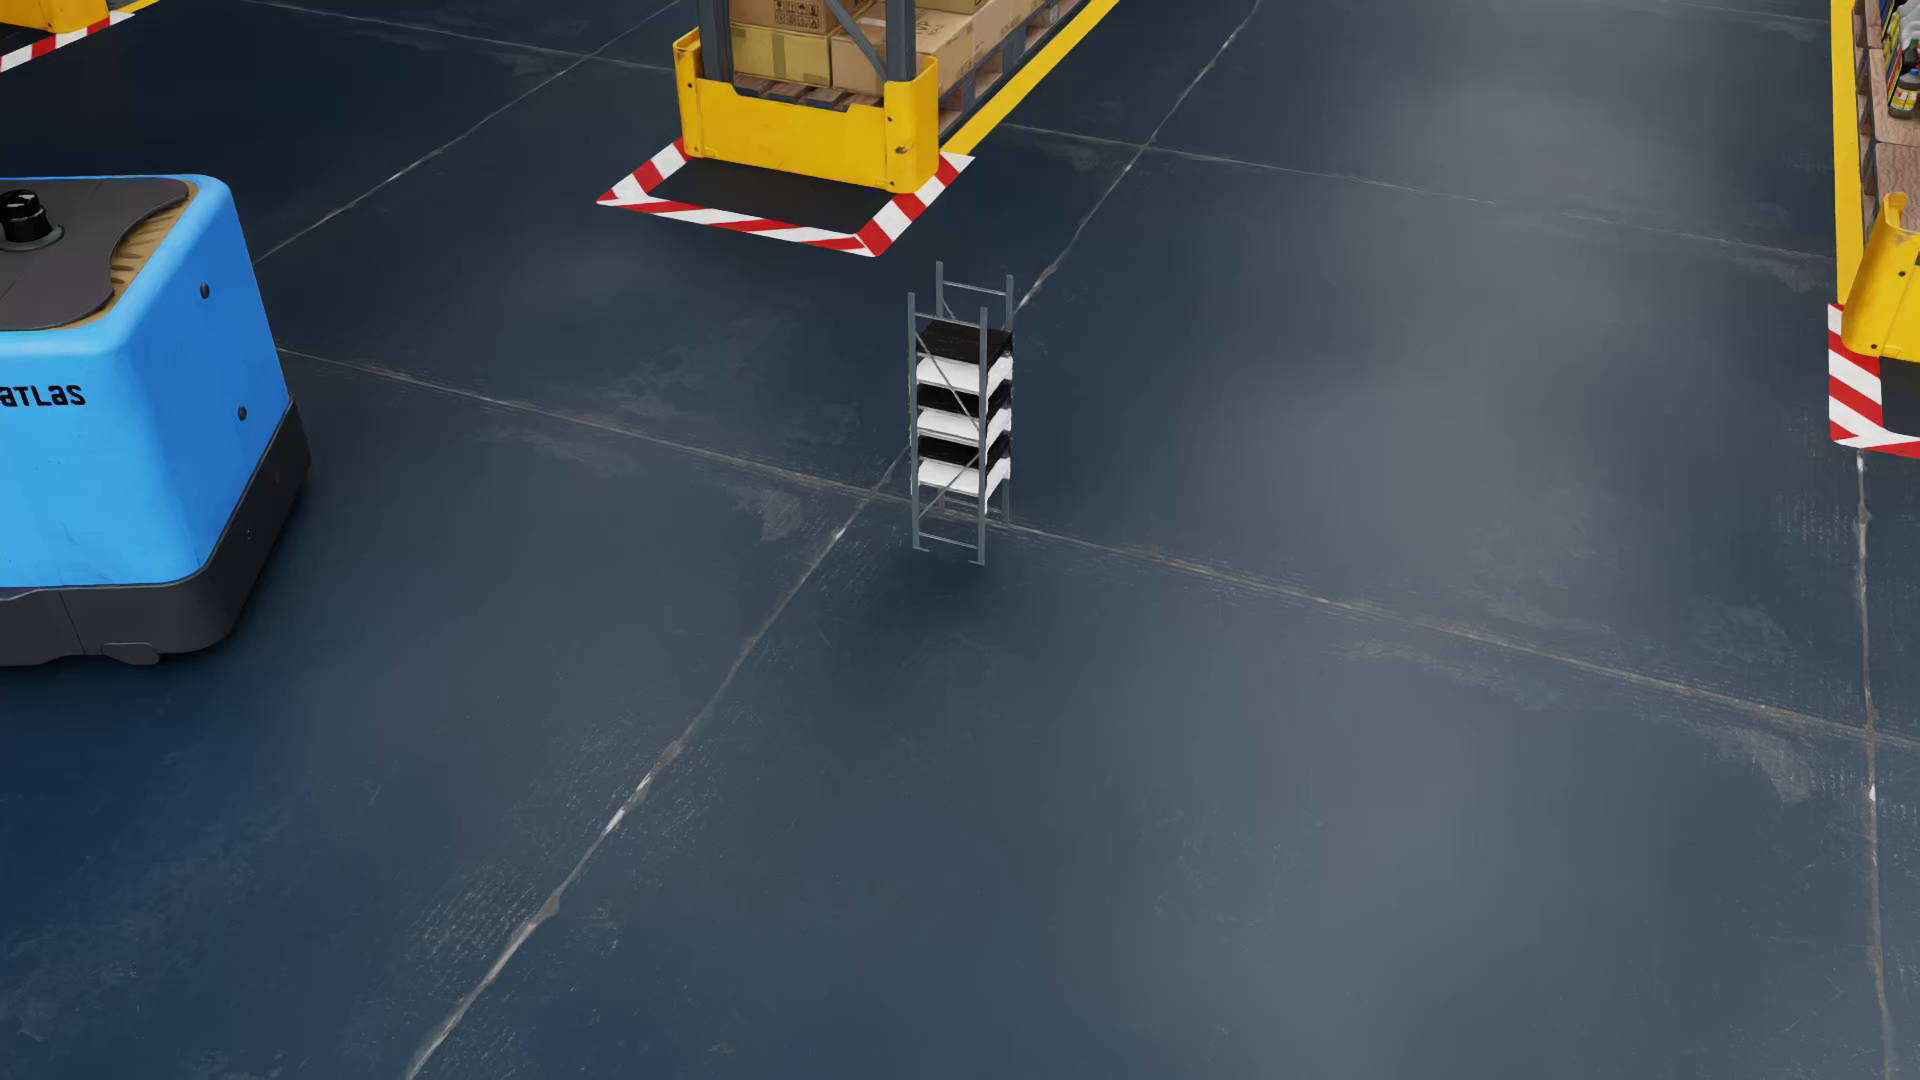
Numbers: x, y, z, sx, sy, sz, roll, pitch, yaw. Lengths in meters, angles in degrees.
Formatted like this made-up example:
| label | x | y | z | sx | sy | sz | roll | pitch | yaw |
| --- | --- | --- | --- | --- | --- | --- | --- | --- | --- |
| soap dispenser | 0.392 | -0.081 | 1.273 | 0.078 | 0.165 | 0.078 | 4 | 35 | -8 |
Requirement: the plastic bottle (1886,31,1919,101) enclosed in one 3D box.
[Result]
| label | x | y | z | sx | sy | sz | roll | pitch | yaw |
| --- | --- | --- | --- | --- | --- | --- | --- | --- | --- |
| plastic bottle | 4.321 | -2.151 | 7.530 | 0.152 | 0.276 | 0.135 | 14 | 39 | 18 |

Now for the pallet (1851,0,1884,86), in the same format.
| label | x | y | z | sx | sy | sz | roll | pitch | yaw |
| --- | --- | --- | --- | --- | --- | --- | --- | --- | --- |
| pallet | 5.134 | -2.551 | 8.486 | 1.003 | 0.211 | 1.213 | 14 | 39 | 18 |

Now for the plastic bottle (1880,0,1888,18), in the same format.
| label | x | y | z | sx | sy | sz | roll | pitch | yaw |
| --- | --- | --- | --- | --- | --- | --- | --- | --- | --- |
| plastic bottle | 4.738 | -2.793 | 8.326 | 0.144 | 0.351 | 0.185 | 15 | 39 | 19 |

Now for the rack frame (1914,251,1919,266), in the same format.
| label | x | y | z | sx | sy | sz | roll | pitch | yaw |
| --- | --- | --- | --- | --- | --- | --- | --- | --- | --- |
| rack frame | 3.906 | -1.816 | 5.173 | 1.000 | 3.000 | 0.127 | 14 | 39 | 18 |

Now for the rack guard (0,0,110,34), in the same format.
| label | x | y | z | sx | sy | sz | roll | pitch | yaw |
| --- | --- | --- | --- | --- | --- | --- | --- | --- | --- |
| rack guard | -5.227 | -3.113 | 8.997 | 1.175 | 0.500 | 0.348 | 14 | 39 | 18 |

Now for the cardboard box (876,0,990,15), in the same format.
| label | x | y | z | sx | sy | sz | roll | pitch | yaw |
| --- | --- | --- | --- | --- | --- | --- | --- | --- | --- |
| cardboard box | -0.075 | -2.837 | 7.859 | 0.500 | 0.500 | 0.500 | 14 | 39 | 18 |

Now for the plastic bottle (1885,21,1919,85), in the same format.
| label | x | y | z | sx | sy | sz | roll | pitch | yaw |
| --- | --- | --- | --- | --- | --- | --- | --- | --- | --- |
| plastic bottle | 4.374 | -2.228 | 7.632 | 0.152 | 0.276 | 0.135 | 13 | 39 | 16 |

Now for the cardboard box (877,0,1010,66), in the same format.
| label | x | y | z | sx | sy | sz | roll | pitch | yaw |
| --- | --- | --- | --- | --- | --- | --- | --- | --- | --- |
| cardboard box | -0.076 | -2.537 | 8.084 | 0.500 | 0.250 | 0.500 | 14 | 39 | 18 |

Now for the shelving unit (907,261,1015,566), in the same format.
| label | x | y | z | sx | sy | sz | roll | pitch | yaw |
| --- | --- | --- | --- | --- | --- | --- | --- | --- | --- |
| shelving unit | 0.003 | -0.365 | 4.987 | 0.258 | 0.900 | 0.210 | 14 | 39 | 18 |

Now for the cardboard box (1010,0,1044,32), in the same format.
| label | x | y | z | sx | sy | sz | roll | pitch | yaw |
| --- | --- | --- | --- | --- | --- | --- | --- | --- | --- |
| cardboard box | 0.114 | -2.813 | 8.454 | 0.500 | 0.250 | 0.500 | 14 | 39 | 18 |

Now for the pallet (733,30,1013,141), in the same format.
| label | x | y | z | sx | sy | sz | roll | pitch | yaw |
| --- | --- | --- | --- | --- | --- | --- | --- | --- | --- |
| pallet | -0.421 | -2.262 | 8.100 | 1.003 | 0.211 | 1.213 | 14 | 39 | 18 |

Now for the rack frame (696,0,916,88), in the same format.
| label | x | y | z | sx | sy | sz | roll | pitch | yaw |
| --- | --- | --- | --- | --- | --- | --- | --- | --- | --- |
| rack frame | -0.673 | -2.946 | 6.686 | 1.000 | 3.000 | 0.127 | 14 | 39 | 18 |

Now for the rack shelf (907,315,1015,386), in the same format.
| label | x | y | z | sx | sy | sz | roll | pitch | yaw |
| --- | --- | --- | --- | --- | --- | --- | --- | --- | --- |
| rack shelf | 0.003 | -0.555 | 4.845 | 0.258 | 0.077 | 0.200 | 14 | 39 | 18 |

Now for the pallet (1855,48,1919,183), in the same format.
| label | x | y | z | sx | sy | sz | roll | pitch | yaw |
| --- | --- | --- | --- | --- | --- | --- | --- | --- | --- |
| pallet | 4.672 | -1.873 | 7.580 | 1.003 | 0.211 | 1.213 | 14 | 39 | 18 |

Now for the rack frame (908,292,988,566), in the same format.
| label | x | y | z | sx | sy | sz | roll | pitch | yaw |
| --- | --- | --- | --- | --- | --- | --- | --- | --- | --- |
| rack frame | -0.036 | -0.309 | 4.911 | 0.240 | 0.900 | 0.006 | 14 | 39 | 18 |

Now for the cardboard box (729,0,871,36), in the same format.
| label | x | y | z | sx | sy | sz | roll | pitch | yaw |
| --- | --- | --- | --- | --- | --- | --- | --- | --- | --- |
| cardboard box | -0.744 | -2.678 | 7.647 | 0.500 | 0.500 | 0.500 | 14 | 39 | 18 |

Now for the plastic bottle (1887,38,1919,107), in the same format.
| label | x | y | z | sx | sy | sz | roll | pitch | yaw |
| --- | --- | --- | --- | --- | --- | --- | --- | --- | --- |
| plastic bottle | 4.227 | -2.089 | 7.441 | 0.061 | 0.283 | 0.133 | 15 | 39 | 19 |

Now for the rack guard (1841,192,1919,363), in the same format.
| label | x | y | z | sx | sy | sz | roll | pitch | yaw |
| --- | --- | --- | --- | --- | --- | --- | --- | --- | --- |
| rack guard | 3.892 | -0.867 | 5.992 | 1.175 | 0.500 | 0.348 | 14 | 39 | 18 |

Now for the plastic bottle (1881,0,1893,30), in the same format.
| label | x | y | z | sx | sy | sz | roll | pitch | yaw |
| --- | --- | --- | --- | --- | --- | --- | --- | --- | --- |
| plastic bottle | 4.666 | -2.688 | 8.186 | 0.144 | 0.351 | 0.185 | 12 | 38 | 16 |

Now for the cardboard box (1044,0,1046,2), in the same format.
| label | x | y | z | sx | sy | sz | roll | pitch | yaw |
| --- | --- | --- | --- | --- | --- | --- | --- | --- | --- |
| cardboard box | 0.309 | -3.089 | 8.823 | 0.500 | 0.250 | 0.500 | 14 | 39 | 18 |

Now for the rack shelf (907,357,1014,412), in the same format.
| label | x | y | z | sx | sy | sz | roll | pitch | yaw |
| --- | --- | --- | --- | --- | --- | --- | --- | --- | --- |
| rack shelf | 0.003 | -0.482 | 4.899 | 0.258 | 0.077 | 0.200 | 14 | 39 | 18 |

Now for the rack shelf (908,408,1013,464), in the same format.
| label | x | y | z | sx | sy | sz | roll | pitch | yaw |
| --- | --- | --- | --- | --- | --- | --- | --- | --- | --- |
| rack shelf | 0.003 | -0.338 | 5.007 | 0.258 | 0.077 | 0.200 | 14 | 39 | 18 |

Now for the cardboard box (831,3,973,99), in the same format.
| label | x | y | z | sx | sy | sz | roll | pitch | yaw |
| --- | --- | --- | --- | --- | --- | --- | --- | --- | --- |
| cardboard box | -0.263 | -2.259 | 7.713 | 0.500 | 0.250 | 0.500 | 14 | 39 | 18 |

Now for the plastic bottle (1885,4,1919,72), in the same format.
| label | x | y | z | sx | sy | sz | roll | pitch | yaw |
| --- | --- | --- | --- | --- | --- | --- | --- | --- | --- |
| plastic bottle | 4.433 | -2.350 | 7.734 | 0.144 | 0.351 | 0.185 | 15 | 39 | 20 |

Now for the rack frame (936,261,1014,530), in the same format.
| label | x | y | z | sx | sy | sz | roll | pitch | yaw |
| --- | --- | --- | --- | --- | --- | --- | --- | --- | --- |
| rack frame | 0.042 | -0.421 | 5.062 | 0.240 | 0.900 | 0.006 | 14 | 39 | 18 |

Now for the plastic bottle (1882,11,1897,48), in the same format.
| label | x | y | z | sx | sy | sz | roll | pitch | yaw |
| --- | --- | --- | --- | --- | --- | --- | --- | --- | --- |
| plastic bottle | 4.536 | -2.477 | 8.029 | 0.097 | 0.201 | 0.097 | 0 | 37 | 0 |

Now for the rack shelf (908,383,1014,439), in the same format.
| label | x | y | z | sx | sy | sz | roll | pitch | yaw |
| --- | --- | --- | --- | --- | --- | --- | --- | --- | --- |
| rack shelf | 0.003 | -0.410 | 4.953 | 0.258 | 0.077 | 0.200 | 14 | 39 | 18 |

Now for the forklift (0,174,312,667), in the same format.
| label | x | y | z | sx | sy | sz | roll | pitch | yaw |
| --- | --- | --- | --- | --- | --- | --- | --- | --- | --- |
| forklift | -3.627 | -1.072 | 4.237 | 3.031 | 2.935 | 1.130 | -2 | 37 | -2 |

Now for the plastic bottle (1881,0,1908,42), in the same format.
| label | x | y | z | sx | sy | sz | roll | pitch | yaw |
| --- | --- | --- | --- | --- | --- | --- | --- | --- | --- |
| plastic bottle | 4.564 | -2.580 | 8.097 | 0.061 | 0.283 | 0.133 | 16 | 40 | 20 |

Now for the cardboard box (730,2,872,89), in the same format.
| label | x | y | z | sx | sy | sz | roll | pitch | yaw |
| --- | --- | --- | --- | --- | --- | --- | --- | --- | --- |
| cardboard box | -0.742 | -2.377 | 7.871 | 0.500 | 0.250 | 0.500 | 14 | 39 | 18 |

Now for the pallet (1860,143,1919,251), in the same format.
| label | x | y | z | sx | sy | sz | roll | pitch | yaw |
| --- | --- | --- | --- | --- | --- | --- | --- | --- | --- |
| pallet | 4.206 | -1.200 | 6.679 | 1.003 | 0.211 | 1.213 | 14 | 39 | 18 |

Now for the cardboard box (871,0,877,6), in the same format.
| label | x | y | z | sx | sy | sz | roll | pitch | yaw |
| --- | --- | --- | --- | --- | --- | --- | --- | --- | --- |
| cardboard box | -0.563 | -2.657 | 8.245 | 0.500 | 0.250 | 0.500 | 14 | 39 | 18 |

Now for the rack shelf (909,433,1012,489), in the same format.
| label | x | y | z | sx | sy | sz | roll | pitch | yaw |
| --- | --- | --- | --- | --- | --- | --- | --- | --- | --- |
| rack shelf | 0.003 | -0.266 | 5.060 | 0.258 | 0.077 | 0.200 | 14 | 39 | 18 |

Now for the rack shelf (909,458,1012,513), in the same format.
| label | x | y | z | sx | sy | sz | roll | pitch | yaw |
| --- | --- | --- | --- | --- | --- | --- | --- | --- | --- |
| rack shelf | 0.003 | -0.194 | 5.114 | 0.258 | 0.077 | 0.200 | 14 | 39 | 18 |

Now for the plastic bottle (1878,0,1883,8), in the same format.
| label | x | y | z | sx | sy | sz | roll | pitch | yaw |
| --- | --- | --- | --- | --- | --- | --- | --- | --- | --- |
| plastic bottle | 4.804 | -2.854 | 8.470 | 0.152 | 0.276 | 0.135 | 15 | 39 | 19 |

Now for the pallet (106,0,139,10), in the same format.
| label | x | y | z | sx | sy | sz | roll | pitch | yaw |
| --- | --- | --- | --- | --- | --- | --- | --- | --- | --- |
| pallet | -4.885 | -3.439 | 9.675 | 1.003 | 0.211 | 1.213 | 14 | 39 | 18 |

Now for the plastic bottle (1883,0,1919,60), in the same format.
| label | x | y | z | sx | sy | sz | roll | pitch | yaw |
| --- | --- | --- | --- | --- | --- | --- | --- | --- | --- |
| plastic bottle | 4.504 | -2.453 | 7.872 | 0.144 | 0.351 | 0.185 | 14 | 39 | 17 |

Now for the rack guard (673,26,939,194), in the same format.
| label | x | y | z | sx | sy | sz | roll | pitch | yaw |
| --- | --- | --- | --- | --- | --- | --- | --- | --- | --- |
| rack guard | -0.682 | -1.931 | 7.416 | 1.175 | 0.500 | 0.348 | 14 | 39 | 18 |

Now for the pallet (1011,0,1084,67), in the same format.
| label | x | y | z | sx | sy | sz | roll | pitch | yaw |
| --- | --- | --- | --- | --- | --- | --- | --- | --- | --- |
| pallet | 0.045 | -2.935 | 9.000 | 1.003 | 0.211 | 1.213 | 14 | 39 | 18 |

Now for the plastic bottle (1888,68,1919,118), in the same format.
| label | x | y | z | sx | sy | sz | roll | pitch | yaw |
| --- | --- | --- | --- | --- | --- | --- | --- | --- | --- |
| plastic bottle | 4.200 | -1.988 | 7.374 | 0.097 | 0.201 | 0.097 | 0 | 37 | 0 |
